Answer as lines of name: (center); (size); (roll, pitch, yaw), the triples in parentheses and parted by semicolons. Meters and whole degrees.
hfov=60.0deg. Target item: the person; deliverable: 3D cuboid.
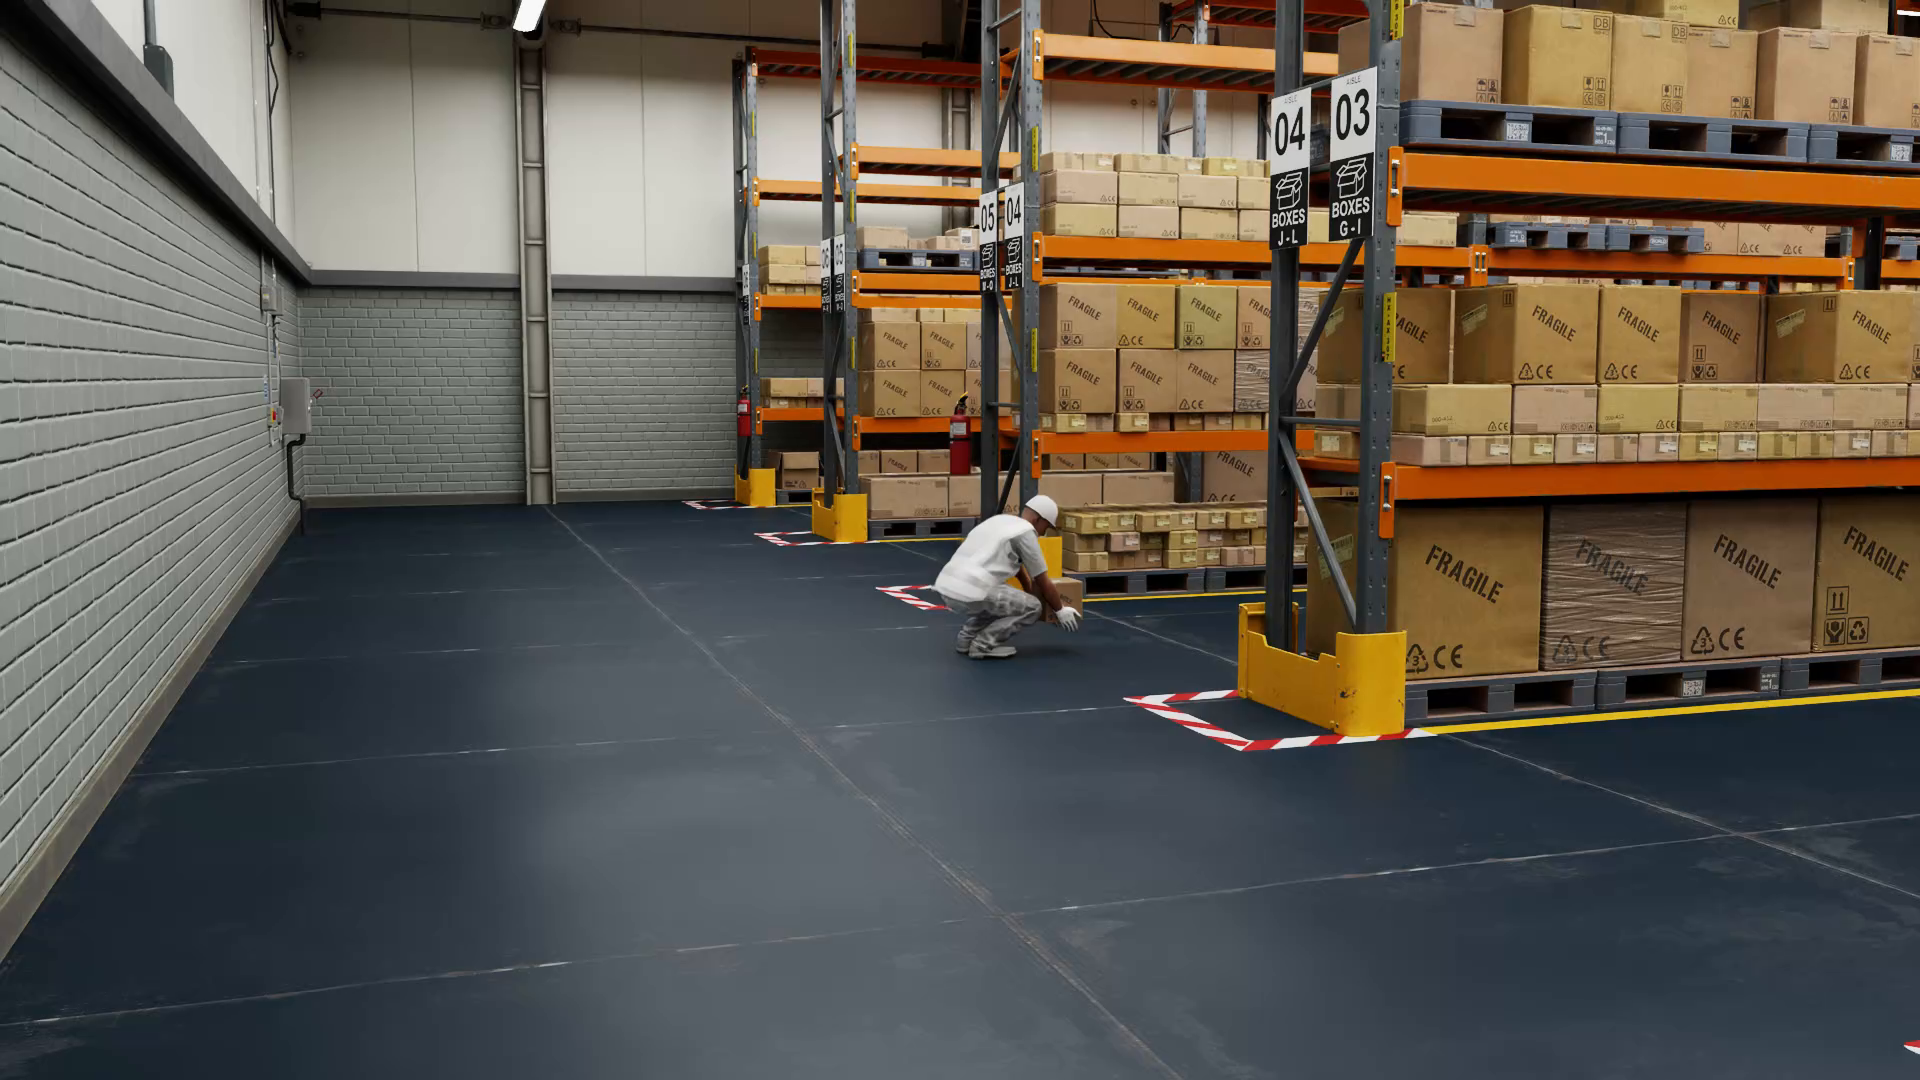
person: (0.284, 0.223, 10.474); (0.901, 0.993, 0.561); (-2, 6, -19)
